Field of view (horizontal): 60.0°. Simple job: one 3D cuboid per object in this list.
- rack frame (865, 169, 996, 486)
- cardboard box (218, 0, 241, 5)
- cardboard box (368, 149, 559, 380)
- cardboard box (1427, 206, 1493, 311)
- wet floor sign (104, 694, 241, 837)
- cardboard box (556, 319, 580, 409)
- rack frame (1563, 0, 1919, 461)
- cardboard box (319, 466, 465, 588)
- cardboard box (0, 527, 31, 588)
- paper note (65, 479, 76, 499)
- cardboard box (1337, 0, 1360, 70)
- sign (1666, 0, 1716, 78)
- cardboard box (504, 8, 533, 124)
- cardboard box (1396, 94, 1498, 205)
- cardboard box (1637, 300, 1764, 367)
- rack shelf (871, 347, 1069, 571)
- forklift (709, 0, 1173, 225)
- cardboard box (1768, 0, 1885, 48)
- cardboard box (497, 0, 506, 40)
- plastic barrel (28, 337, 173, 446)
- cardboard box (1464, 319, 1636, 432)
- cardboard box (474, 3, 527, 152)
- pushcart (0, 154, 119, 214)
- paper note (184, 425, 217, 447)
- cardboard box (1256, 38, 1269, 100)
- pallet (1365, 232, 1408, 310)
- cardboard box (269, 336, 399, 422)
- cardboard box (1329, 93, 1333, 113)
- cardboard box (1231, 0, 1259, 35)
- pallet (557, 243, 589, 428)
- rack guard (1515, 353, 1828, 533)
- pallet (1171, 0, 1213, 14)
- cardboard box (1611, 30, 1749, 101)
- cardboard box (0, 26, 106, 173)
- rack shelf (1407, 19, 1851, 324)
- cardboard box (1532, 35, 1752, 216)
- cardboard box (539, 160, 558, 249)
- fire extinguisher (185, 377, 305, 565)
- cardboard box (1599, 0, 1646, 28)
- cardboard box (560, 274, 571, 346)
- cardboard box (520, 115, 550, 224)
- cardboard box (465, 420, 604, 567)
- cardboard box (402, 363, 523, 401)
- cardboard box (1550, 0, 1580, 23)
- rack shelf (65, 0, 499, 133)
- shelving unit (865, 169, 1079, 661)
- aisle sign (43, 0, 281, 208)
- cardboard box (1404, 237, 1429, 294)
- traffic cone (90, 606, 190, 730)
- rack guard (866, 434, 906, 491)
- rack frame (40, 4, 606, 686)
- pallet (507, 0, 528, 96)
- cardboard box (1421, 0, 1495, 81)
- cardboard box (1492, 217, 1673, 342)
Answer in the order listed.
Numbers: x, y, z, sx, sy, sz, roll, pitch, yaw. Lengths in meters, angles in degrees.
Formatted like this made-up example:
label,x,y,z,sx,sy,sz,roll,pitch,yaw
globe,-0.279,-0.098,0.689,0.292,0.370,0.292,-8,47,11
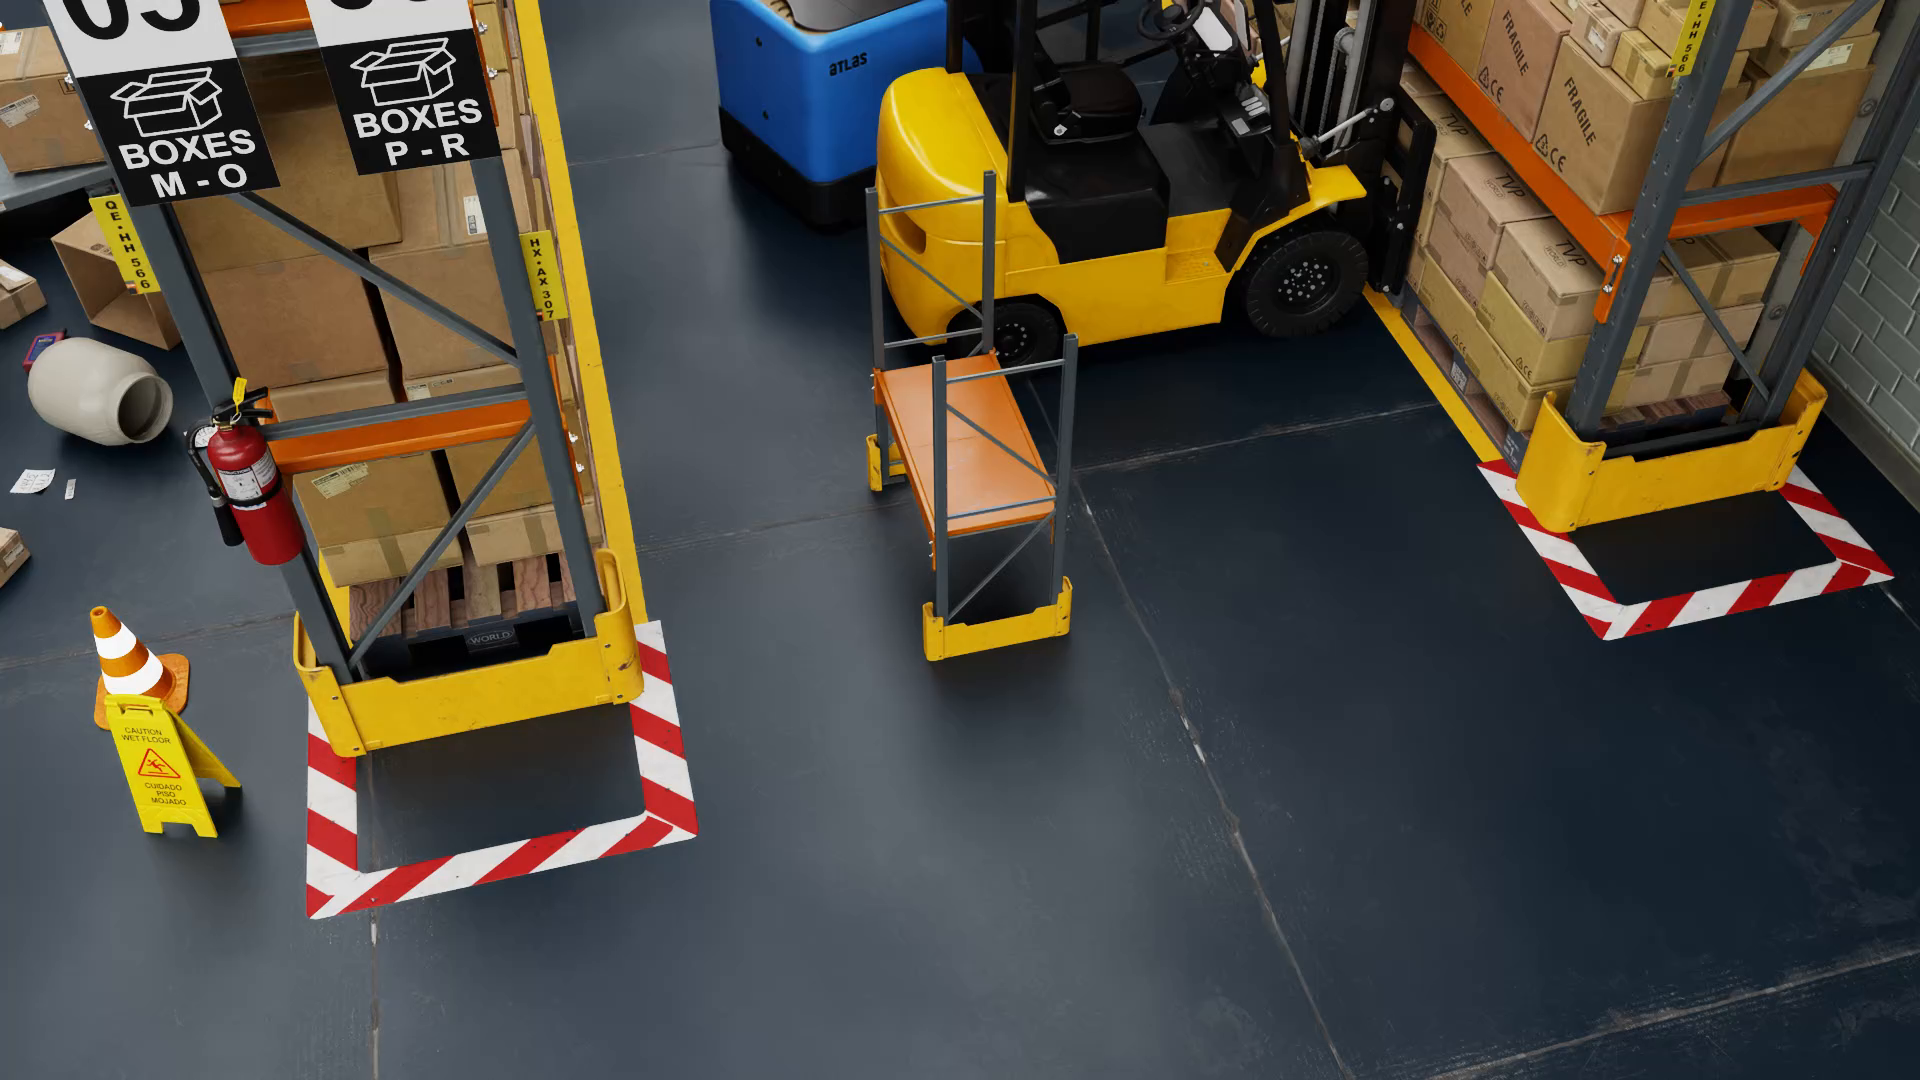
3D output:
label,x,y,z,sx,sy,sz,roll,pitch,yaw
rack frame,-0.108,-0.817,6.751,0.500,1.500,0.032,-11,47,-10
cardboard box,-2.160,-1.558,4.503,0.380,0.149,0.250,-11,47,-10
cardboard box,-1.651,-0.918,5.522,0.500,0.500,0.500,-11,47,-11
cardboard box,2.454,-1.298,7.454,0.500,0.250,0.500,-11,47,-11
wet floor sign,-2.784,0.750,5.814,0.267,0.644,0.232,4,46,4
cardboard box,-1.882,-0.832,6.822,0.500,0.500,0.500,-12,47,-12
rack frame,2.999,-1.311,6.186,1.000,3.000,0.127,-11,47,-10
cardboard box,-2.271,-0.111,6.641,0.500,0.250,0.500,-11,47,-11
cardboard box,-4.086,0.062,6.836,0.380,0.149,0.250,11,47,11
paper note,-3.858,-0.221,7.210,0.032,0.001,0.123,-11,47,-10
cardboard box,2.055,-2.520,8.301,0.500,0.250,0.500,-9,46,-9
sign,2.471,-1.710,5.600,0.100,0.325,0.005,-11,47,-10
cardboard box,-2.411,-2.250,8.212,0.500,0.500,0.500,-11,47,-11
cardboard box,2.304,-1.805,7.600,0.500,0.250,0.500,-10,46,-10
cardboard box,3.079,-1.033,7.194,0.500,0.250,0.500,-10,46,-10
rack shelf,0.022,-0.340,6.536,0.538,0.185,1.000,-11,47,-10
forklift,0.202,-3.492,8.371,3.031,2.935,1.130,-28,52,-24
cardboard box,3.120,-1.948,6.077,0.380,0.149,0.250,-12,47,-11
cardboard box,-2.193,-2.329,6.905,0.500,0.500,0.500,-10,46,-9
plastic barrel,-3.791,-0.649,7.340,0.512,0.421,0.421,19,48,17
cardboard box,2.573,-0.762,7.279,0.500,0.250,0.500,-10,46,-10
cardboard box,-1.919,-1.626,6.216,0.500,0.500,0.500,-12,47,-11
pushcart,-5.014,-1.793,8.494,1.648,0.377,0.936,-26,51,-24
paper note,-3.384,-0.473,7.443,0.142,0.019,0.148,-26,51,-24
cardboard box,1.924,-2.515,8.997,0.500,0.250,0.500,-12,47,-11
pallet,2.454,-1.696,8.515,1.003,0.211,1.213,-11,47,-10
cardboard box,-2.101,-0.532,5.598,0.380,0.149,0.250,-9,46,-9
cardboard box,2.049,-2.345,8.480,0.500,0.250,0.500,-11,47,-11
cardboard box,1.800,-3.042,9.163,0.500,0.250,0.500,-11,47,-11
pallet,-2.300,-0.886,7.721,1.003,0.211,1.213,-11,47,-10
rack guard,3.005,-0.420,7.062,1.175,0.500,0.348,-11,47,-10
pallet,1.749,-3.598,10.379,1.003,0.211,1.213,-11,47,-10
cardboard box,2.639,-1.761,6.102,0.380,0.149,0.250,-10,46,-10
cardboard box,-4.535,-2.207,8.283,0.500,0.500,0.500,-11,47,-10
rack shelf,2.487,-2.440,7.796,1.077,0.370,4.000,-11,47,-10
cardboard box,2.619,-1.638,6.436,0.500,0.500,0.500,-12,47,-11
cardboard box,-2.265,-1.622,8.122,0.500,0.250,0.500,-12,47,-11
fire extinguisher,-2.214,-0.211,5.161,0.296,0.674,0.183,-11,47,-10
cardboard box,2.610,-2.051,6.178,0.380,0.149,0.250,-11,47,-10
cardboard box,-2.013,-0.921,7.435,0.500,0.250,0.500,-8,46,-8
cardboard box,-2.148,-1.547,7.523,0.500,0.500,0.500,-8,46,-8
cardboard box,-1.737,-0.193,6.721,0.500,0.250,0.500,-11,47,-11
cardboard box,-1.685,-0.586,5.650,0.380,0.149,0.250,-11,47,-10
cardboard box,2.538,-2.123,6.457,0.380,0.149,0.250,-10,46,-10
rack shelf,-2.310,-2.580,5.832,1.077,0.370,4.000,-11,47,-10
shelving unit,0.020,-0.472,6.414,0.587,1.500,1.083,-11,47,-10
aisle sign,-2.063,-1.215,4.271,0.394,0.787,0.004,-11,47,-10
cardboard box,2.336,-1.455,7.957,0.500,0.250,0.500,-10,46,-10
traffic cone,-3.155,0.426,6.259,0.336,0.463,0.334,-11,47,-10
rack guard,-0.108,-0.379,7.197,0.587,0.250,0.087,-11,47,-10
rack frame,-1.798,-0.401,5.294,1.000,3.000,0.127,-11,47,-10
pallet,-3.023,-2.724,9.522,1.003,0.211,1.213,-11,47,-10
cardboard box,2.364,-2.352,7.135,0.500,0.500,0.500,-12,47,-11
cardboard box,2.580,-1.107,6.916,0.500,0.250,0.500,-9,46,-9
